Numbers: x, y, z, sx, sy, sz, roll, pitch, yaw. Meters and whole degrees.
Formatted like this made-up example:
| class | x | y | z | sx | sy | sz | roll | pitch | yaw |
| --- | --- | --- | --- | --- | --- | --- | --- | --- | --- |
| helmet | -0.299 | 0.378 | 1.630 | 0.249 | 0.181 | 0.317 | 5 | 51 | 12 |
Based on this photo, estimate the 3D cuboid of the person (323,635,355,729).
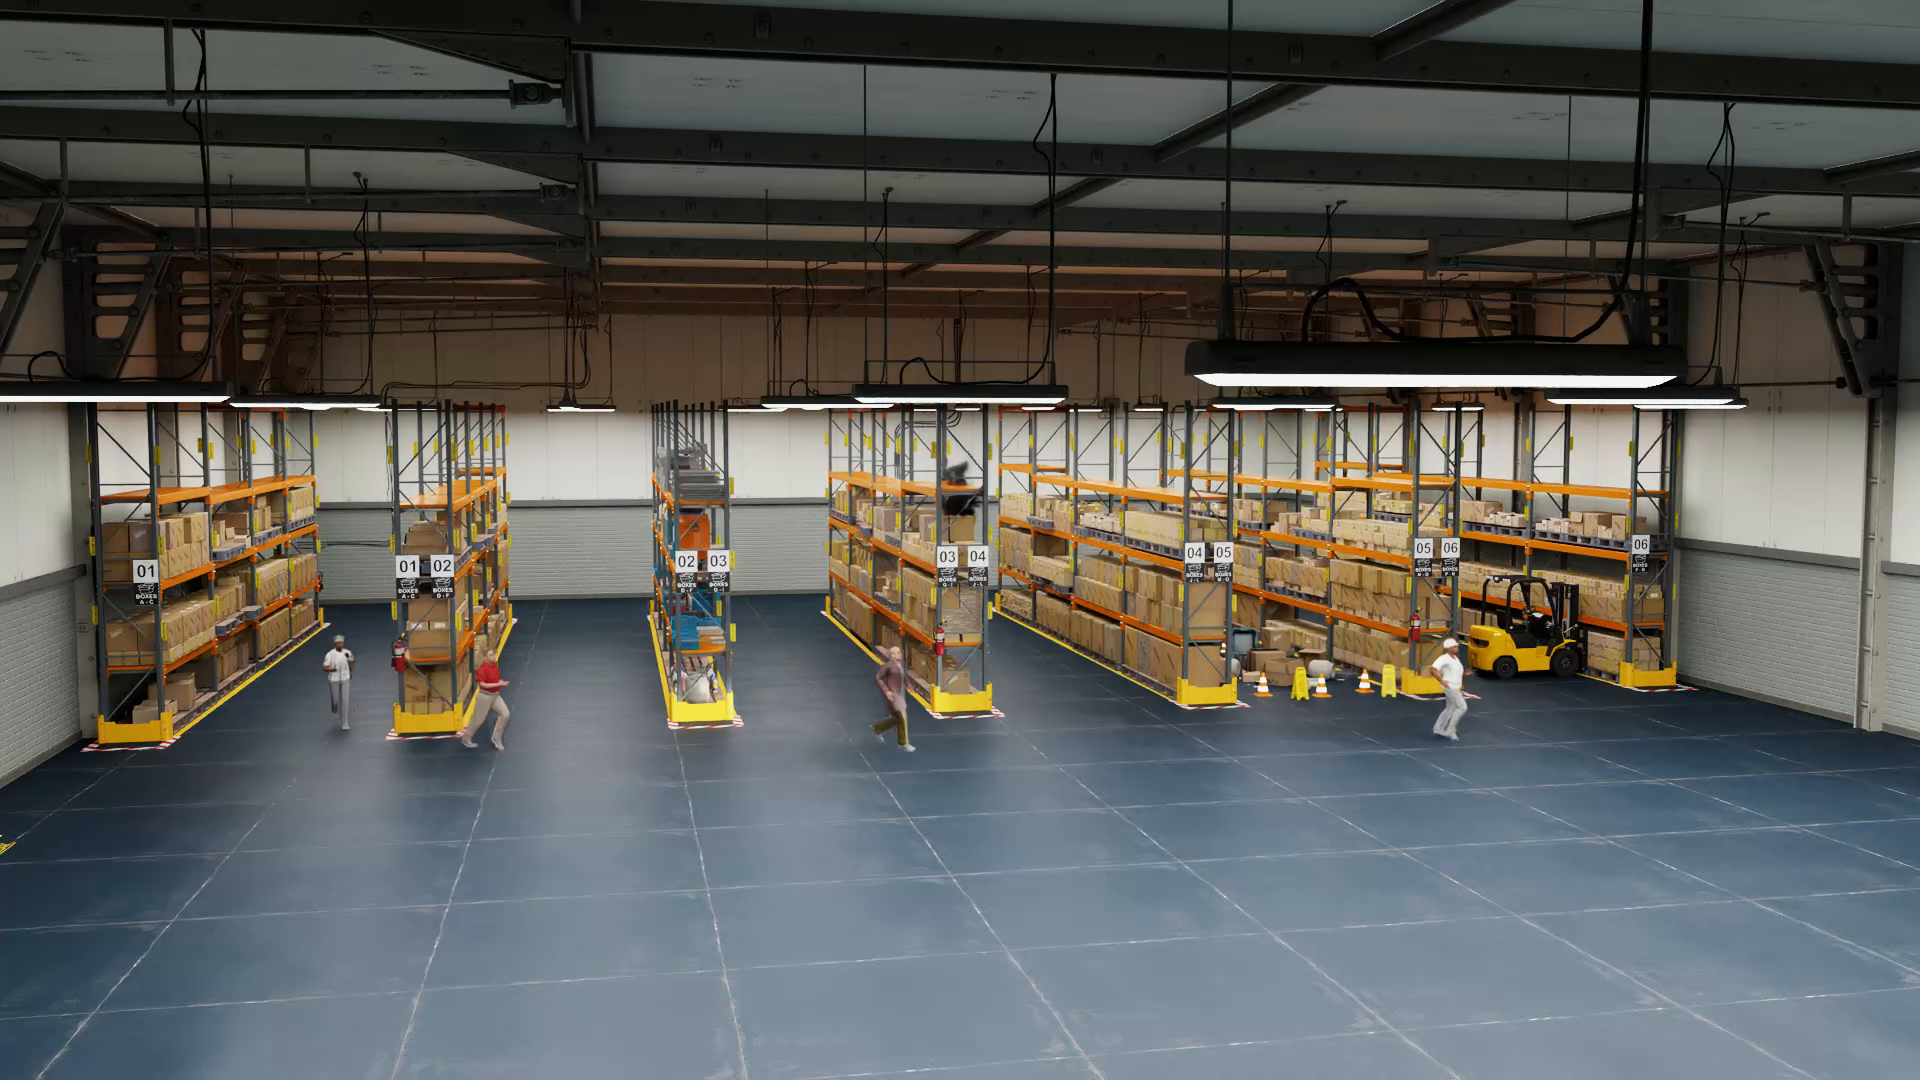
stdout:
| class | x | y | z | sx | sy | sz | roll | pitch | yaw |
| --- | --- | --- | --- | --- | --- | --- | --- | --- | --- |
| person | -11.321 | 2.565 | 30.360 | 0.583 | 1.676 | 0.916 | -2 | 5 | -26 |

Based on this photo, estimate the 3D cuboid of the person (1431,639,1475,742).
| class | x | y | z | sx | sy | sz | roll | pitch | yaw |
| --- | --- | --- | --- | --- | --- | --- | --- | --- | --- |
| person | 8.677 | 2.644 | 29.265 | 0.696 | 1.809 | 0.674 | 2 | 5 | 30 |

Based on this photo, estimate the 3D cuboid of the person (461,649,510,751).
| class | x | y | z | sx | sy | sz | roll | pitch | yaw |
| --- | --- | --- | --- | --- | --- | --- | --- | --- | --- |
| person | -8.053 | 2.738 | 28.373 | 0.907 | 1.776 | 0.675 | 2 | 5 | 19 |

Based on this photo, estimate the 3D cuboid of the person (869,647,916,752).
| class | x | y | z | sx | sy | sz | roll | pitch | yaw |
| --- | --- | --- | --- | --- | --- | --- | --- | --- | --- |
| person | -1.160 | 2.705 | 28.482 | 0.947 | 1.782 | 0.722 | 2 | 5 | 25 |
